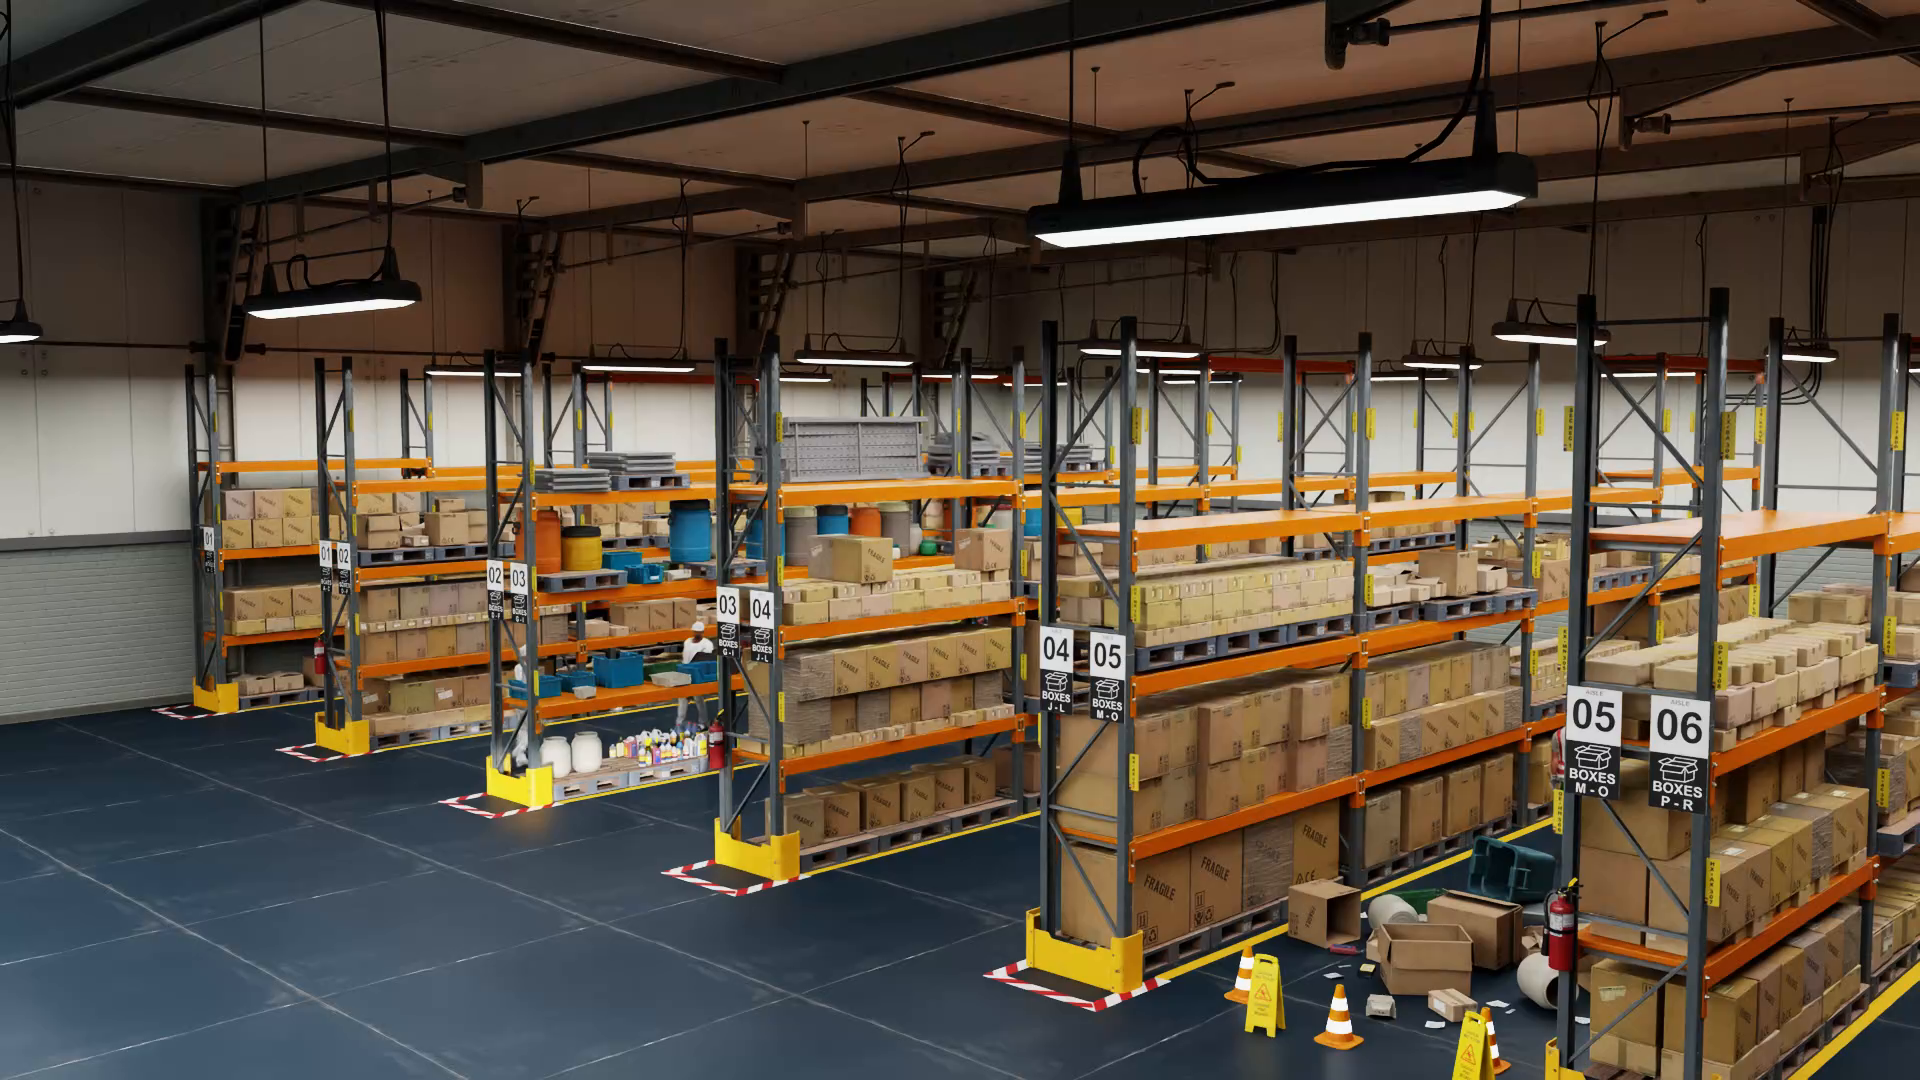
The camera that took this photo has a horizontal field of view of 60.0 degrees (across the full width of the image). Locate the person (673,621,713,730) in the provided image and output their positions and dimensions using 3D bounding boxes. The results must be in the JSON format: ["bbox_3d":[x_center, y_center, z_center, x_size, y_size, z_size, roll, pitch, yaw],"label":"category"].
[{"bbox_3d":[-4.376,2.227,27.007,0.593,1.783,0.688,2,5,23],"label":"person"}]

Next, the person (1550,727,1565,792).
[{"bbox_3d":[7.141,2.799,19.338,0.573,1.787,0.553,4,6,44],"label":"person"}]

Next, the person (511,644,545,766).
[{"bbox_3d":[-6.371,2.412,24.297,0.504,1.777,0.592,-3,5,-36],"label":"person"}]
